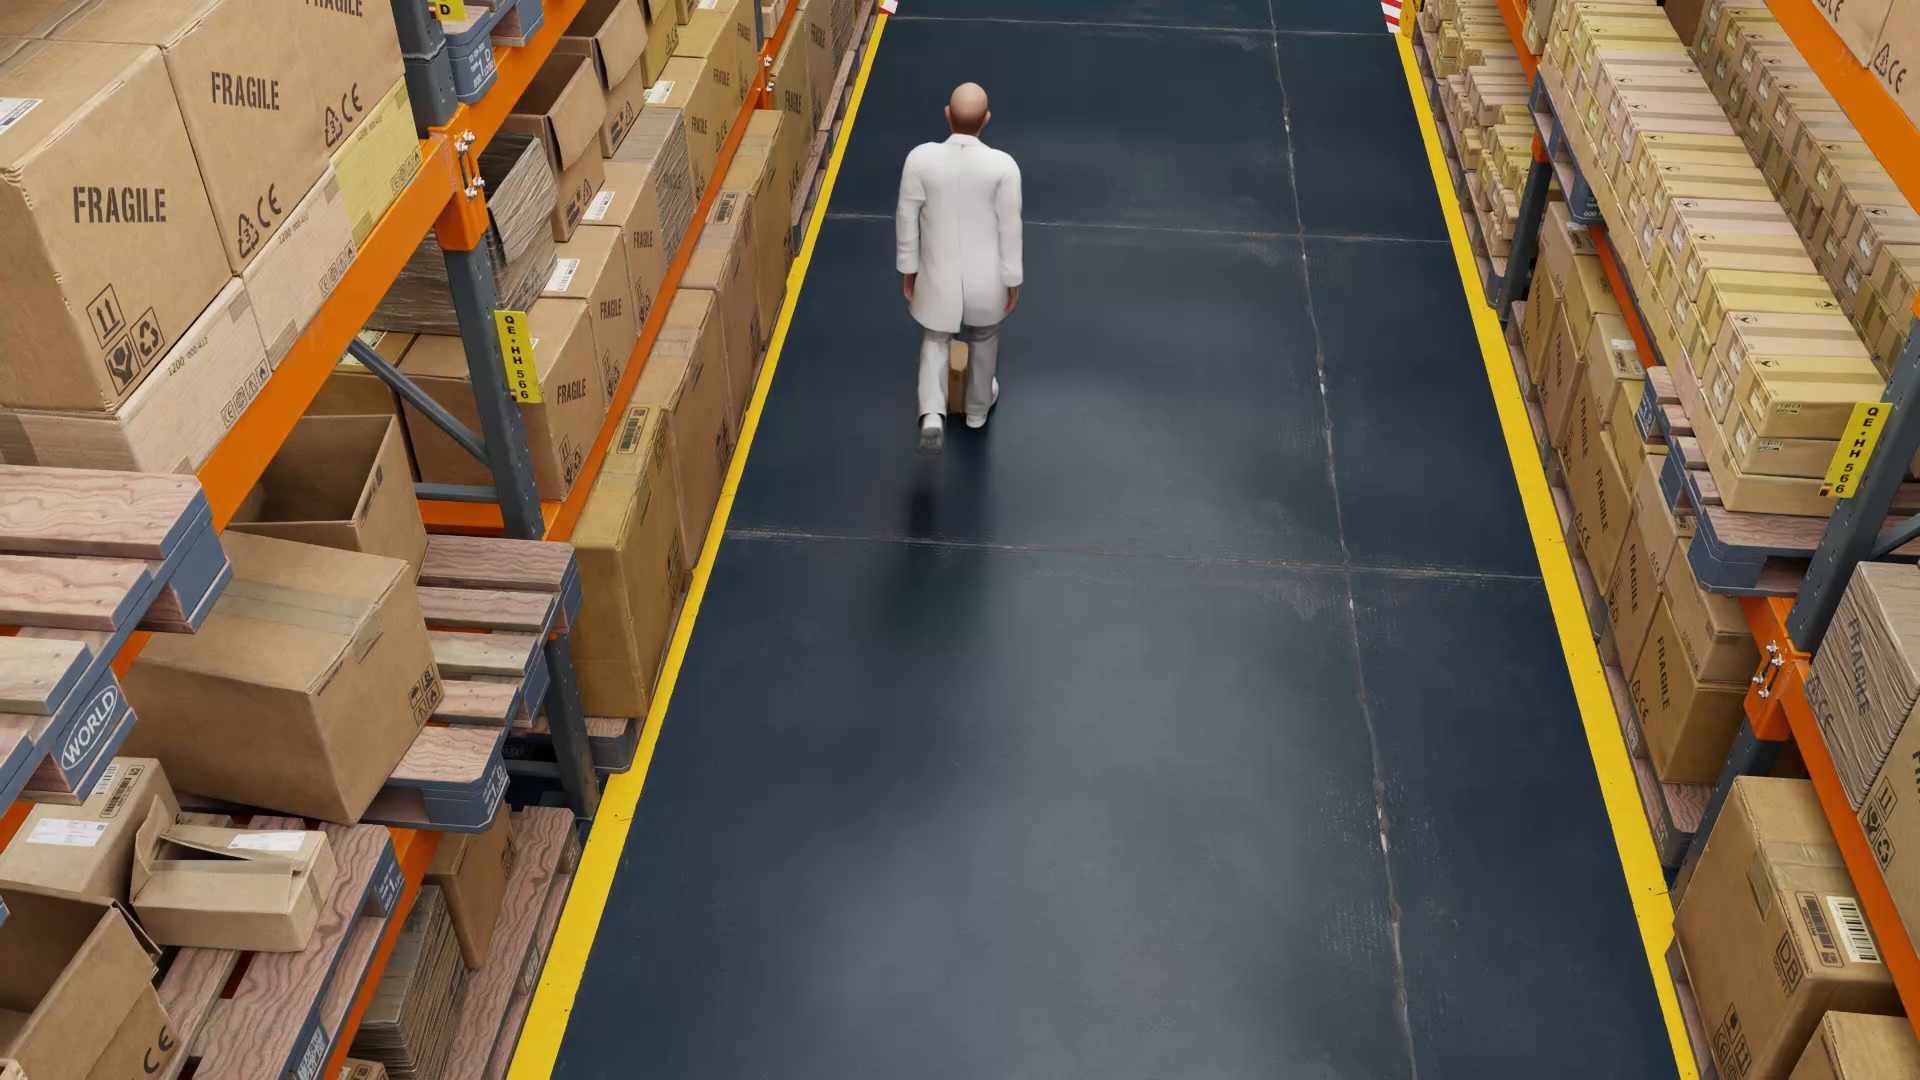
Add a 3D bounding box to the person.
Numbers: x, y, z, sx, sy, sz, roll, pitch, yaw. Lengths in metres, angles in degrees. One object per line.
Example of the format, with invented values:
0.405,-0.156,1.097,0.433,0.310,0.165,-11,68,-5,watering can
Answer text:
-0.010,-1.185,7.592,0.590,1.752,0.879,5,40,6,person
